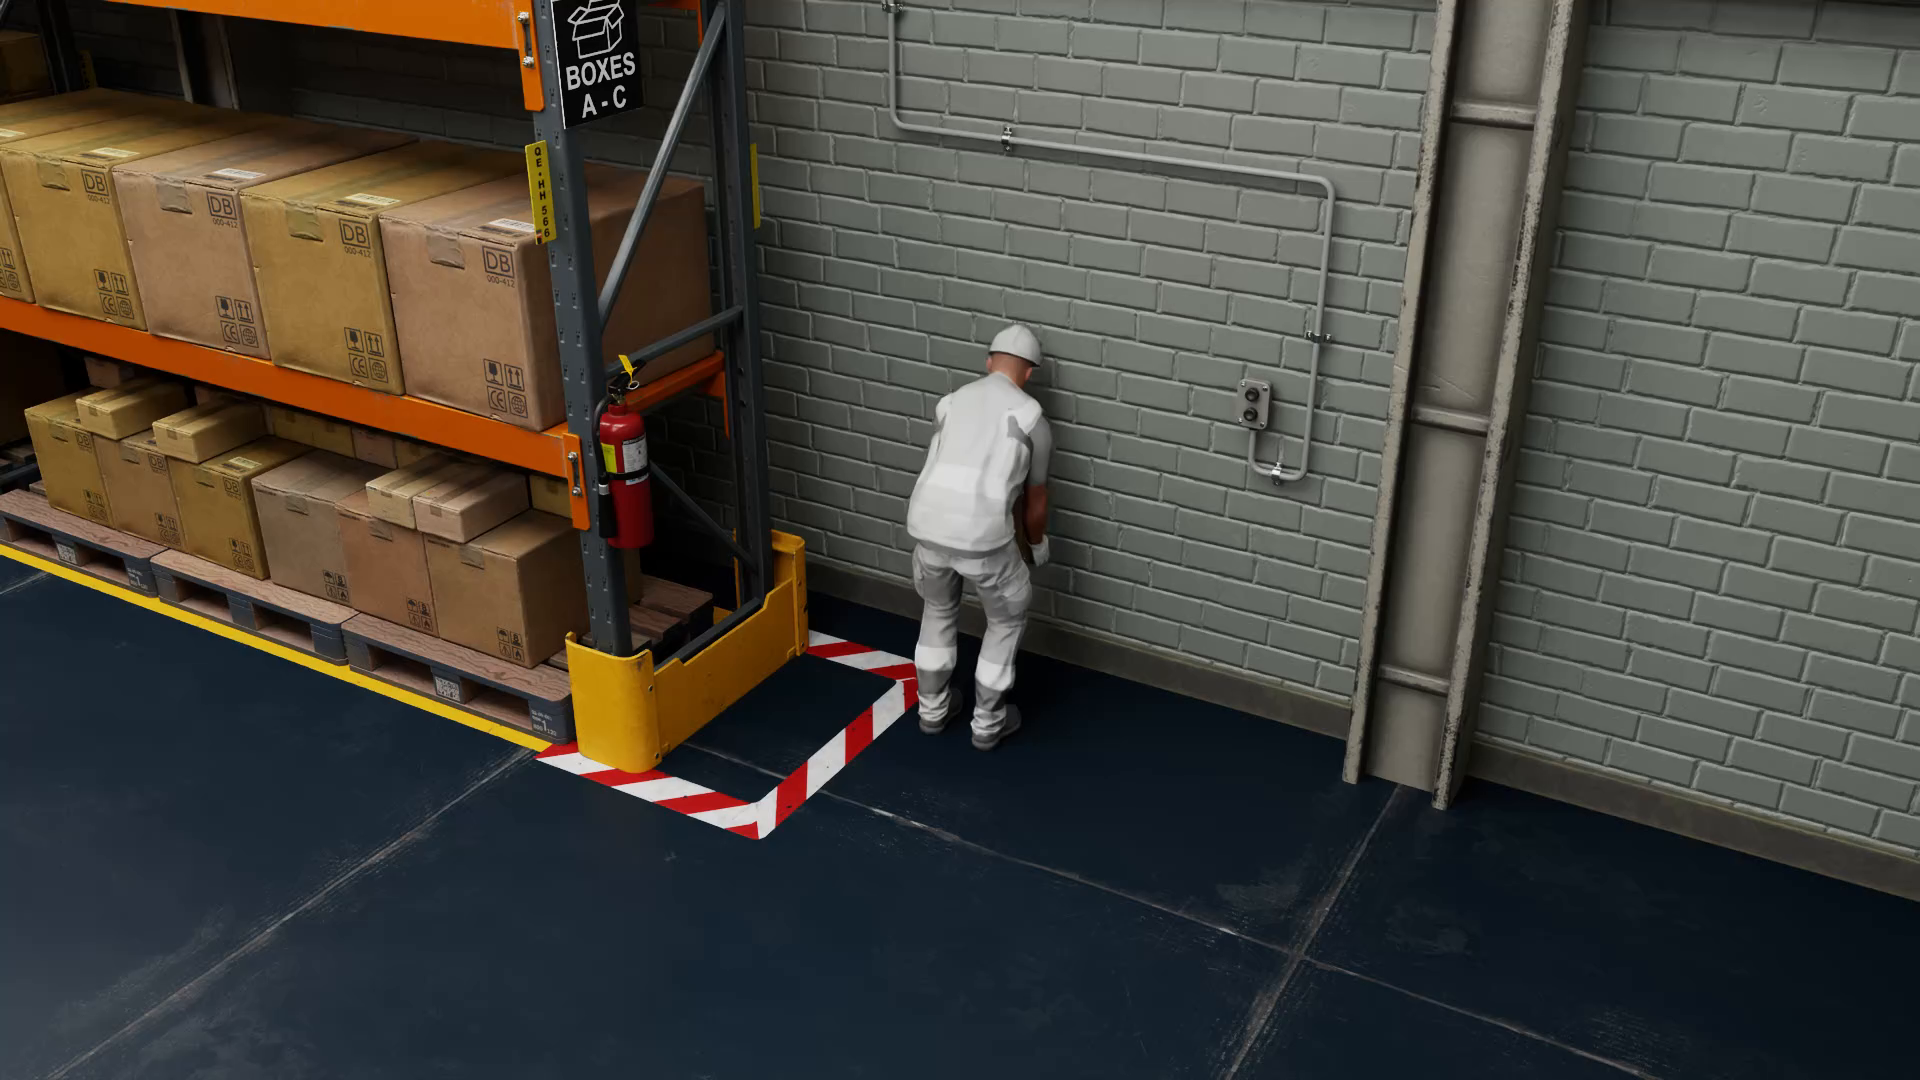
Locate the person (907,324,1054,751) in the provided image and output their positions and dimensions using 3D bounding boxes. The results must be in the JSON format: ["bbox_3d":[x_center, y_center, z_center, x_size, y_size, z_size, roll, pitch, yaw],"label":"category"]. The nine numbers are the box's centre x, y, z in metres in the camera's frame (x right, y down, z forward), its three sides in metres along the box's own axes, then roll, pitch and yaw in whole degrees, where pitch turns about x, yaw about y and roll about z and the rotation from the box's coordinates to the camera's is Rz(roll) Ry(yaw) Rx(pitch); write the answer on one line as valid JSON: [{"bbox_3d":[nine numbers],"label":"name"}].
[{"bbox_3d":[0.106,-0.018,6.417,0.497,1.526,0.823,12,29,23],"label":"person"}]
